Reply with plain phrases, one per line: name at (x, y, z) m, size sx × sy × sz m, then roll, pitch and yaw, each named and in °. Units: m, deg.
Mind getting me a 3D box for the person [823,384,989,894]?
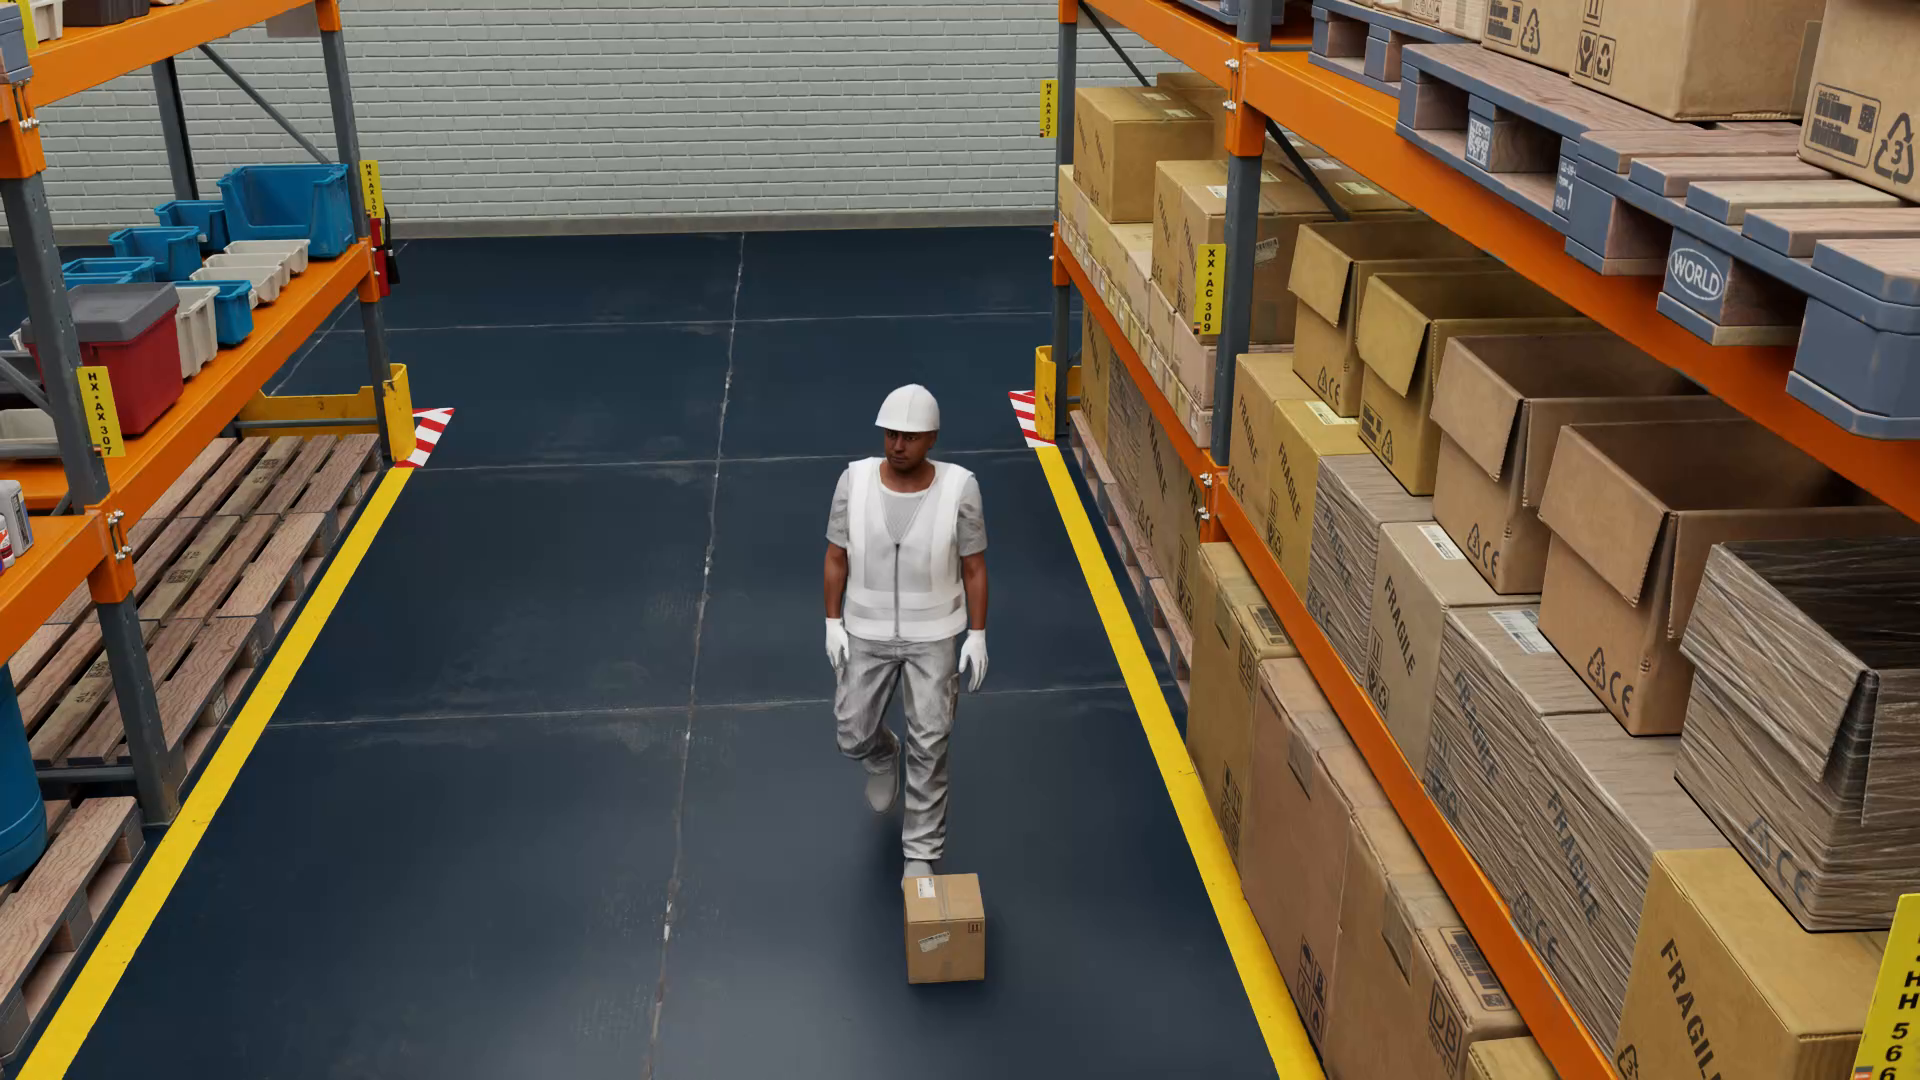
person at (-0.192, 0.336, 5.784) m, size 0.591 × 1.771 × 0.740 m, roll 3°, pitch 24°, yaw 6°
